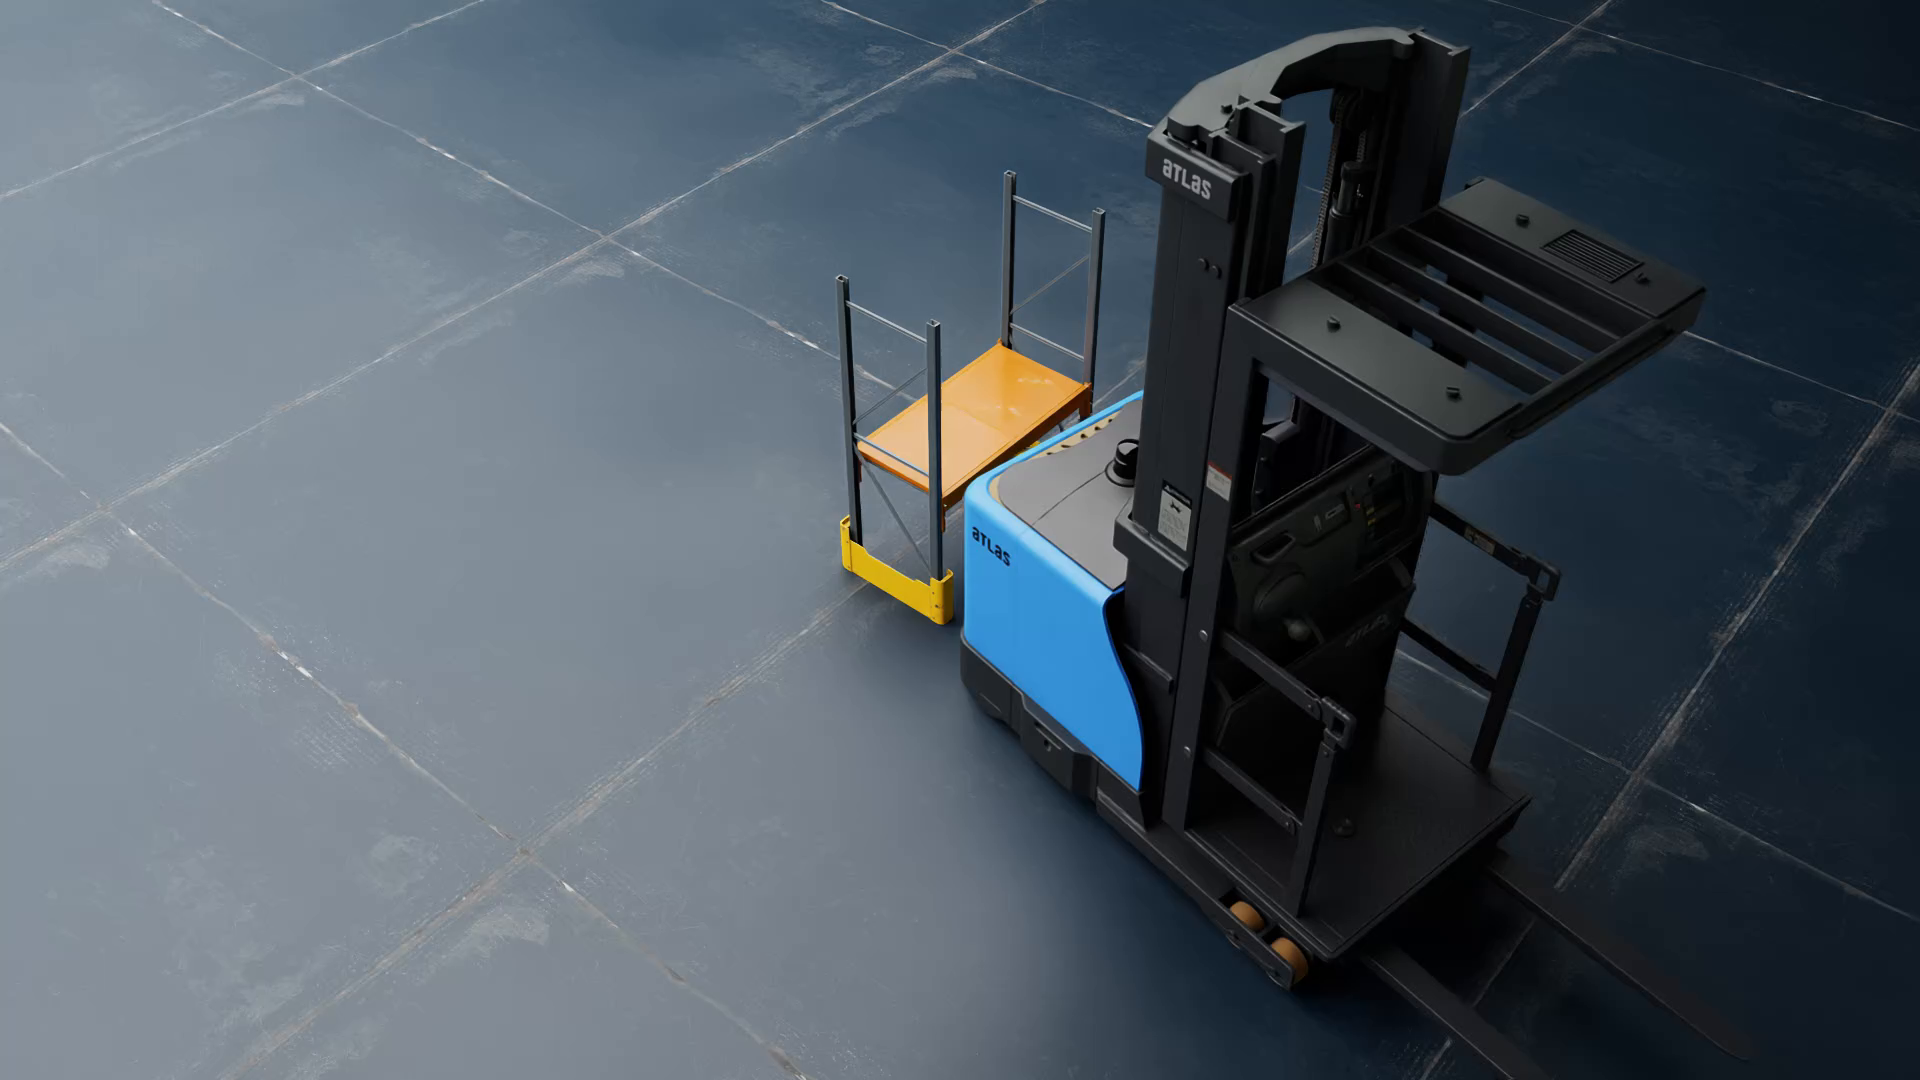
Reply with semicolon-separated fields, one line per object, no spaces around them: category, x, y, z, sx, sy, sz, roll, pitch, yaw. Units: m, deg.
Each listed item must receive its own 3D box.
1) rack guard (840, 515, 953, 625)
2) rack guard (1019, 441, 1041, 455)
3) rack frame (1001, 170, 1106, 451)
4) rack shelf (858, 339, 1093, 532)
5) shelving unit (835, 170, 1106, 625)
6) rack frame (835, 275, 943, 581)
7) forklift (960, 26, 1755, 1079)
rack guard;-0.271;0.125;7.109;0.587;0.250;0.087;29;50;28
rack guard;0.370;-0.388;7.673;0.587;0.250;0.087;29;50;28
rack frame;0.382;-0.861;7.264;0.500;1.500;0.032;29;50;28
rack shelf;0.055;-0.466;7.097;0.538;0.185;1.000;29;50;28
shelving unit;0.049;-0.594;6.971;0.587;1.500;1.083;29;50;28
rack frame;-0.272;-0.337;6.688;0.500;1.500;0.032;29;50;28
forklift;1.324;0.067;5.180;1.130;2.935;3.031;-29;50;-28
